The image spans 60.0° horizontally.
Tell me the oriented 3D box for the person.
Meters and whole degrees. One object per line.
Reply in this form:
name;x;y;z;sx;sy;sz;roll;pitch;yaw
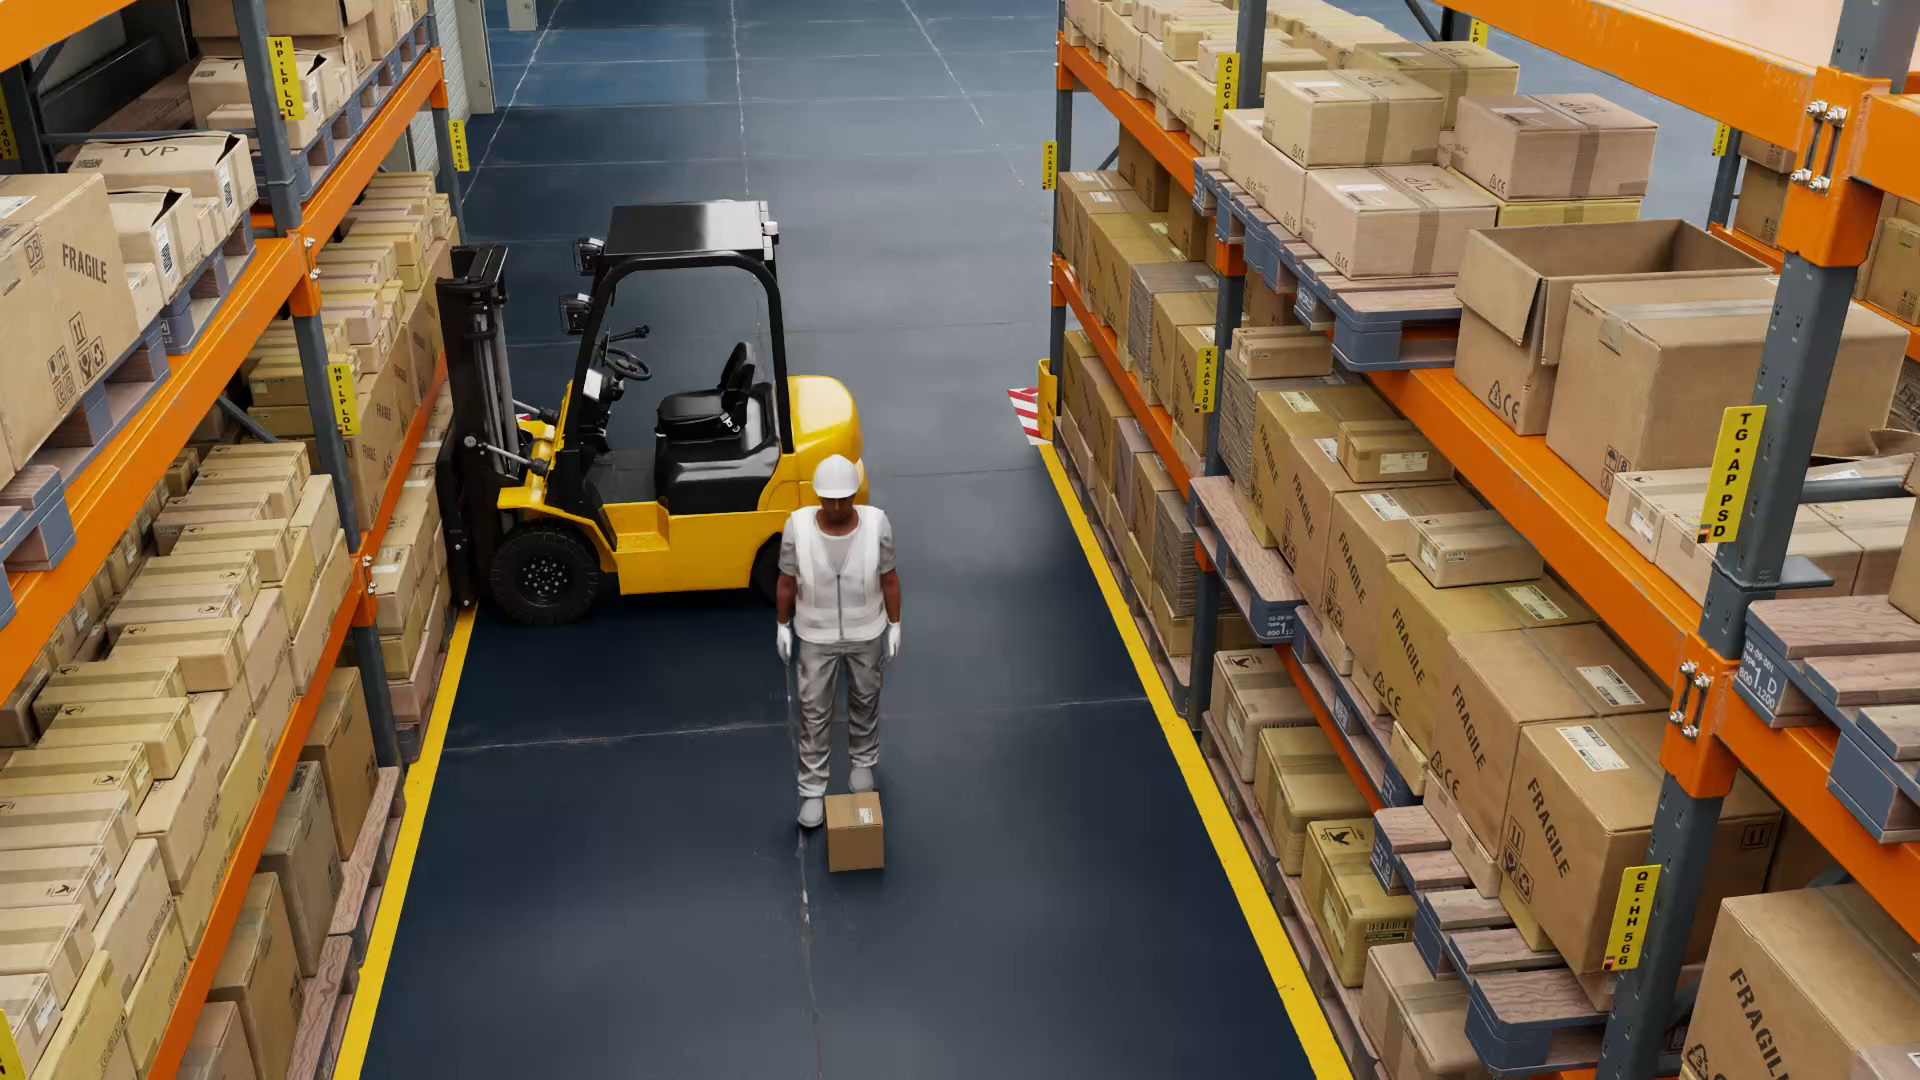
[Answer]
person;-0.554;0.460;7.675;0.584;1.791;0.546;-4;27;-7
